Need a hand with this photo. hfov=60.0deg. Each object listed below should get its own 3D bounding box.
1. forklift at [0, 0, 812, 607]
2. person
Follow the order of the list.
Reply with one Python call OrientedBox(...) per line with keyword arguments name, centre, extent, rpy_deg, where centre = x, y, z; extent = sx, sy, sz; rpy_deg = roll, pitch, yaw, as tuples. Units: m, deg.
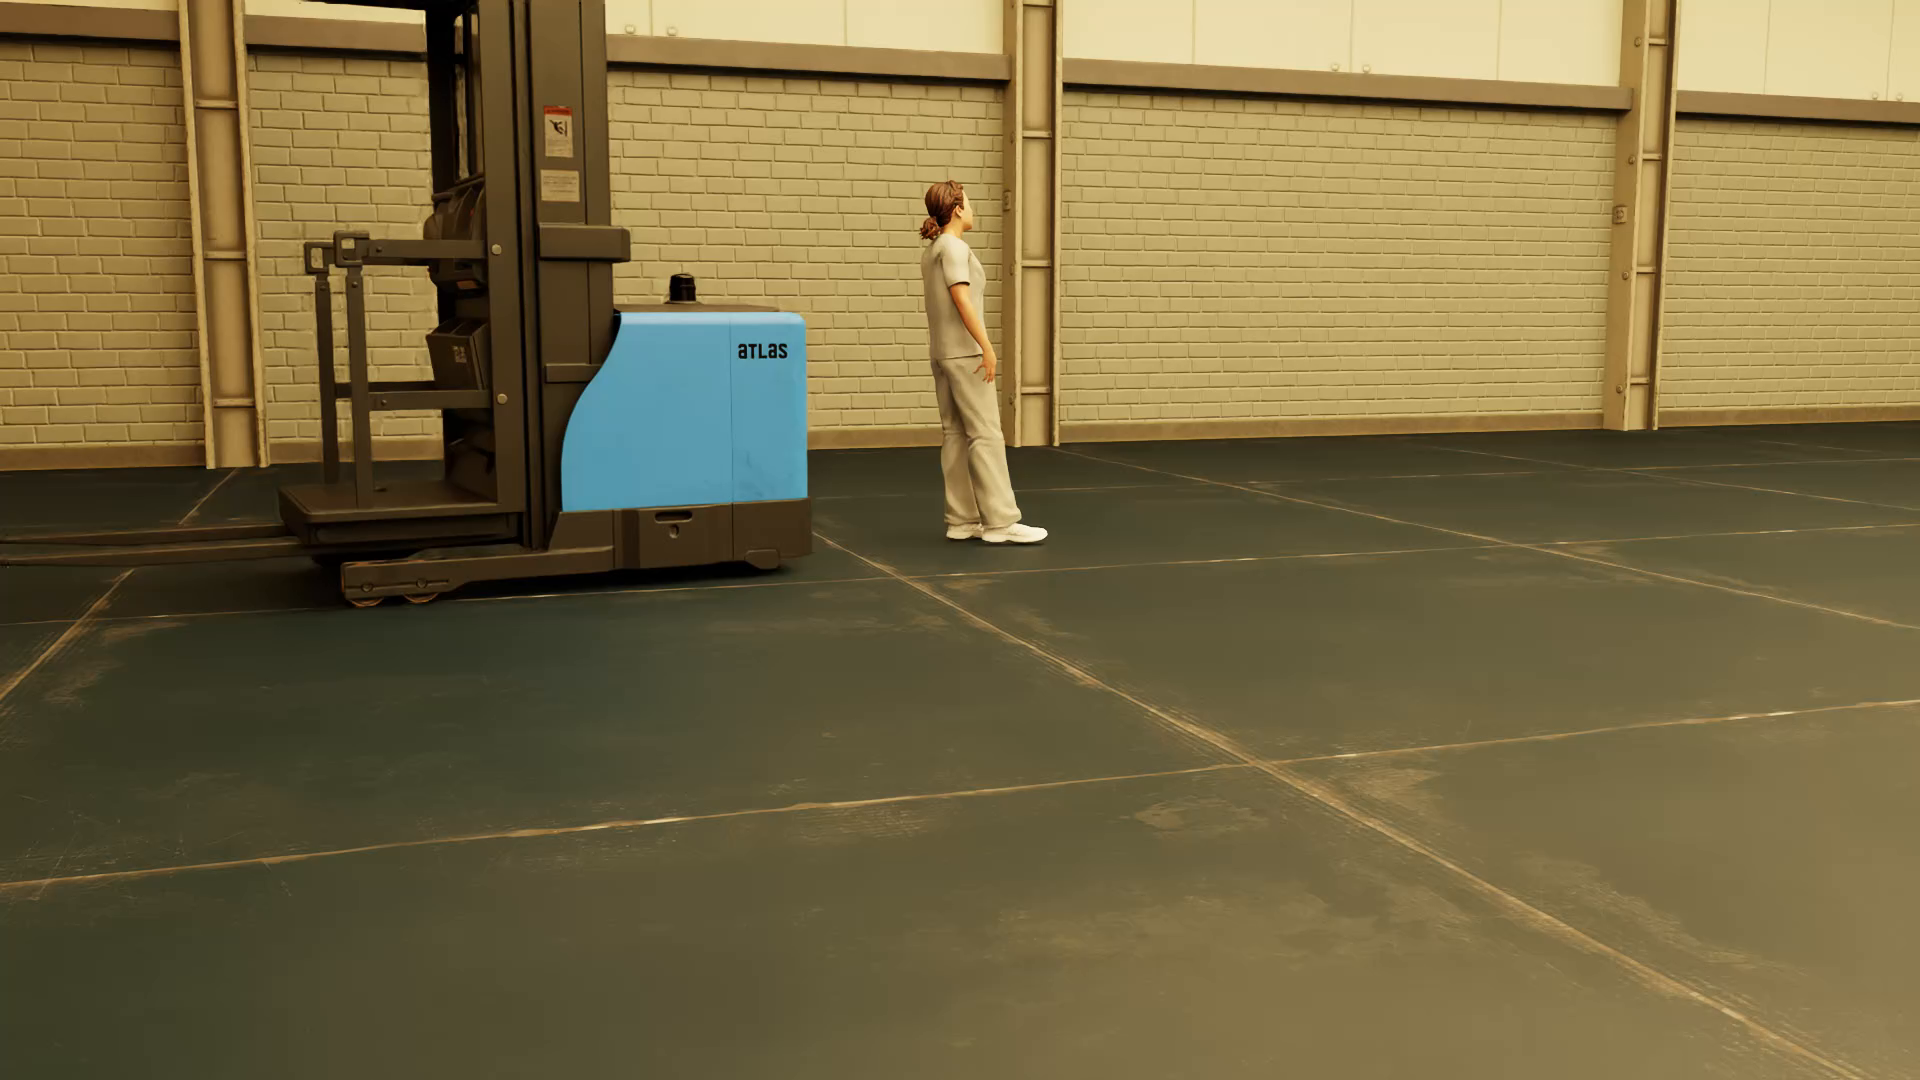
OrientedBox(name="forklift", centre=(-2.170, -1.286, 6.504), extent=(3.031, 2.935, 1.130), rpy_deg=(-4, 9, -27))
OrientedBox(name="person", centre=(0.074, -0.839, 7.821), extent=(0.549, 1.675, 0.550), rpy_deg=(-3, 8, -18))
